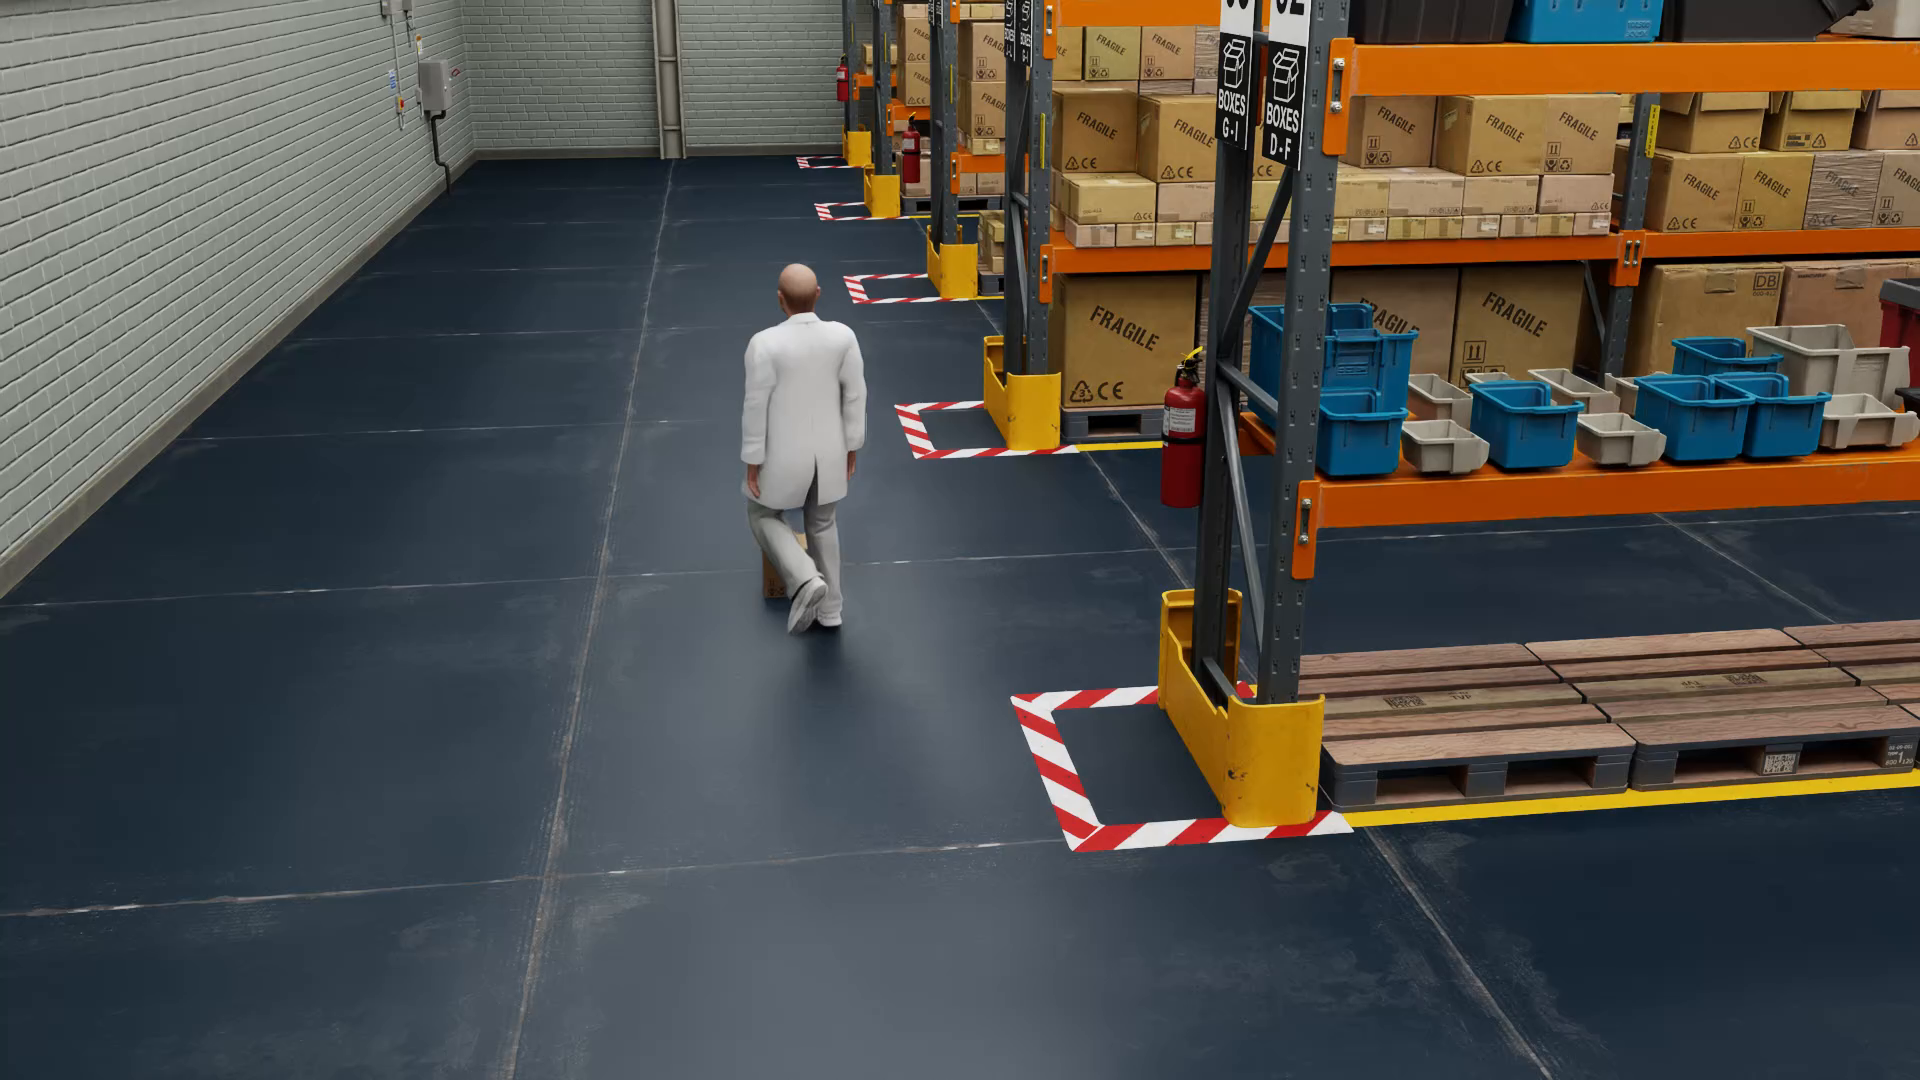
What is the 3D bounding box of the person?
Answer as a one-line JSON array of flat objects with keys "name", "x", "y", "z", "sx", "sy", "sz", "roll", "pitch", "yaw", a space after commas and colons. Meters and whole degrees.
[{"name": "person", "x": -0.738, "y": -0.405, "z": 7.688, "sx": 0.606, "sy": 1.775, "sz": 0.578, "roll": -10, "pitch": 22, "yaw": -26}]
